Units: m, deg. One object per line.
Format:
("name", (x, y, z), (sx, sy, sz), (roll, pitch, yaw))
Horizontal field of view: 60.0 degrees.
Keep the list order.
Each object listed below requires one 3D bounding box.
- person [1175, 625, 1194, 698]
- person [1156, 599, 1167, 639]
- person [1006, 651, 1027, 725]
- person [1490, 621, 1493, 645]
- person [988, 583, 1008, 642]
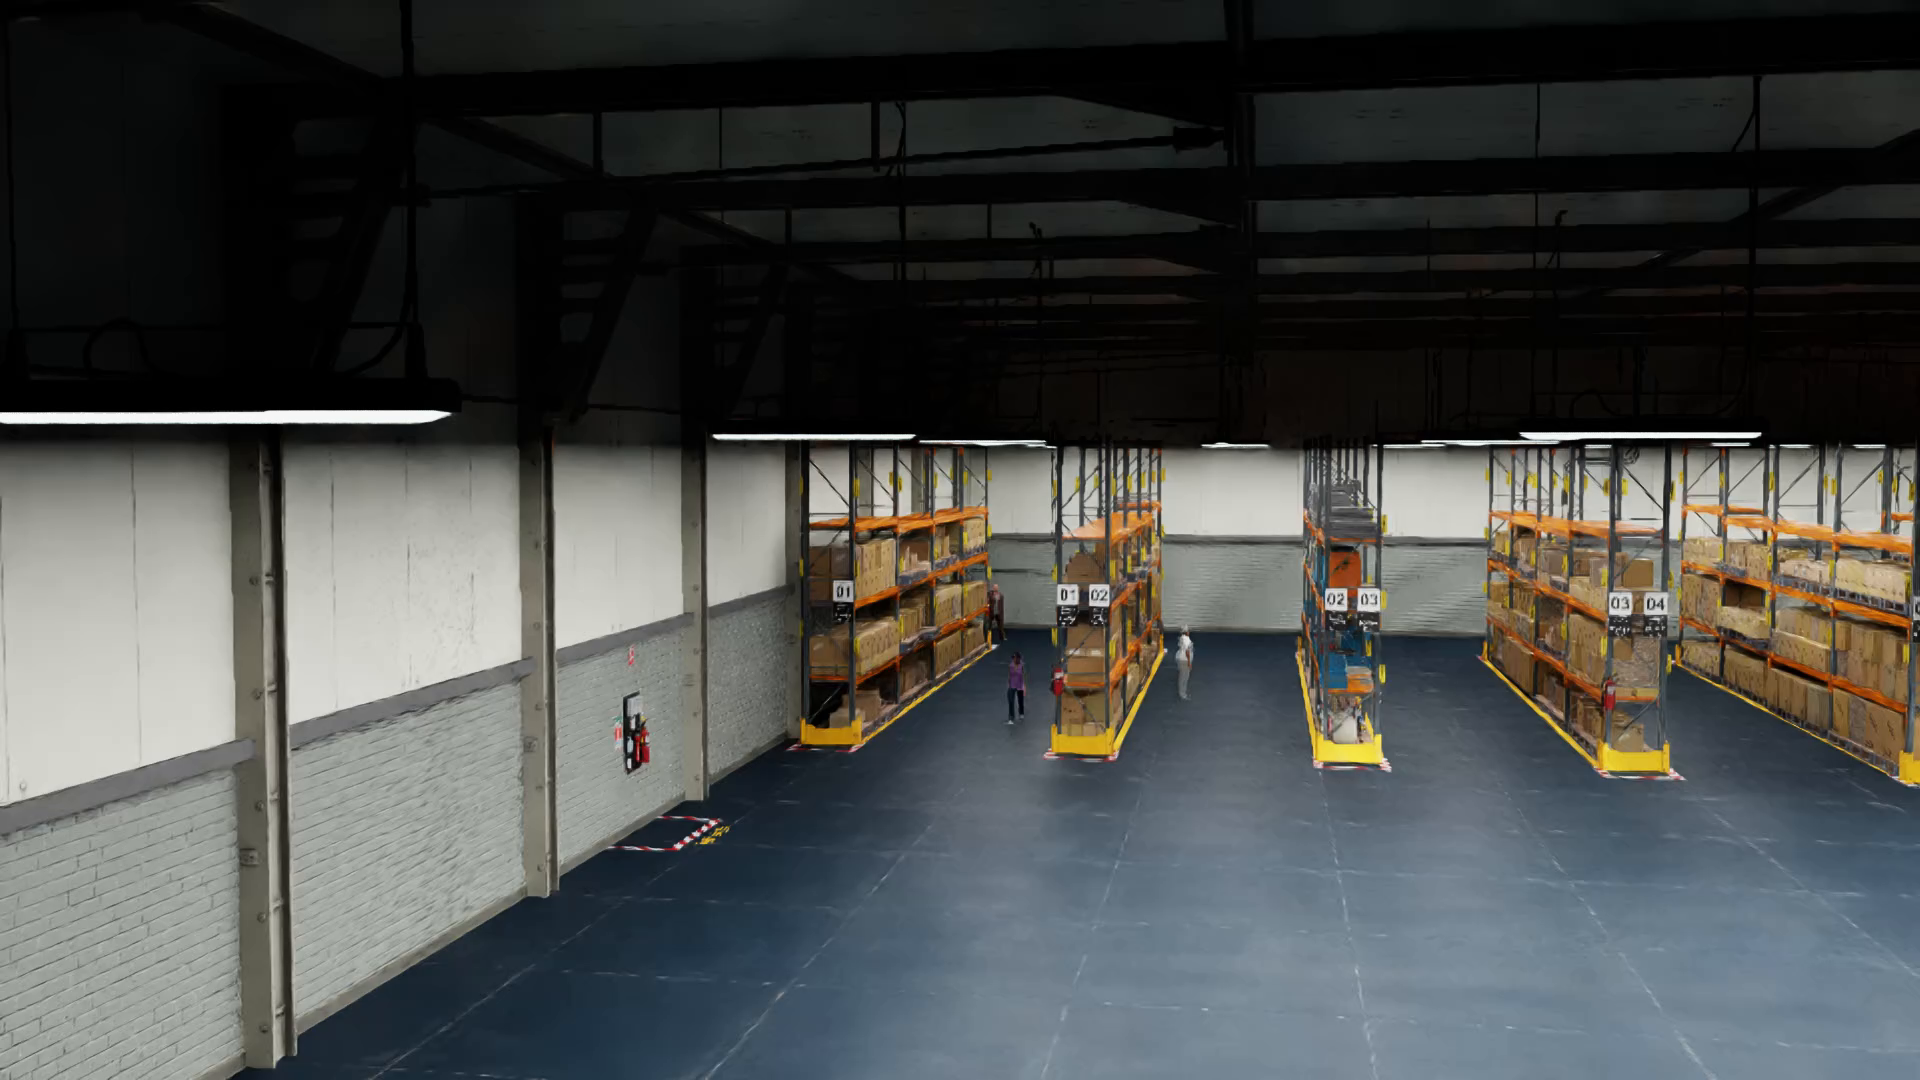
("person", (5.198, 2.798, 38.428), (0.406, 1.668, 0.596), (-1, 3, -13))
("person", (5.850, 2.164, 50.348), (0.687, 1.657, 0.817), (0, 3, -9))
("person", (1.202, 3.074, 34.790), (0.415, 1.504, 1.041), (0, 3, 8))
("person", (15.708, 2.239, 48.361), (0.631, 1.738, 0.587), (-1, 3, -24))
("person", (1.017, 2.157, 49.787), (0.626, 1.749, 1.010), (-1, 3, -15))
